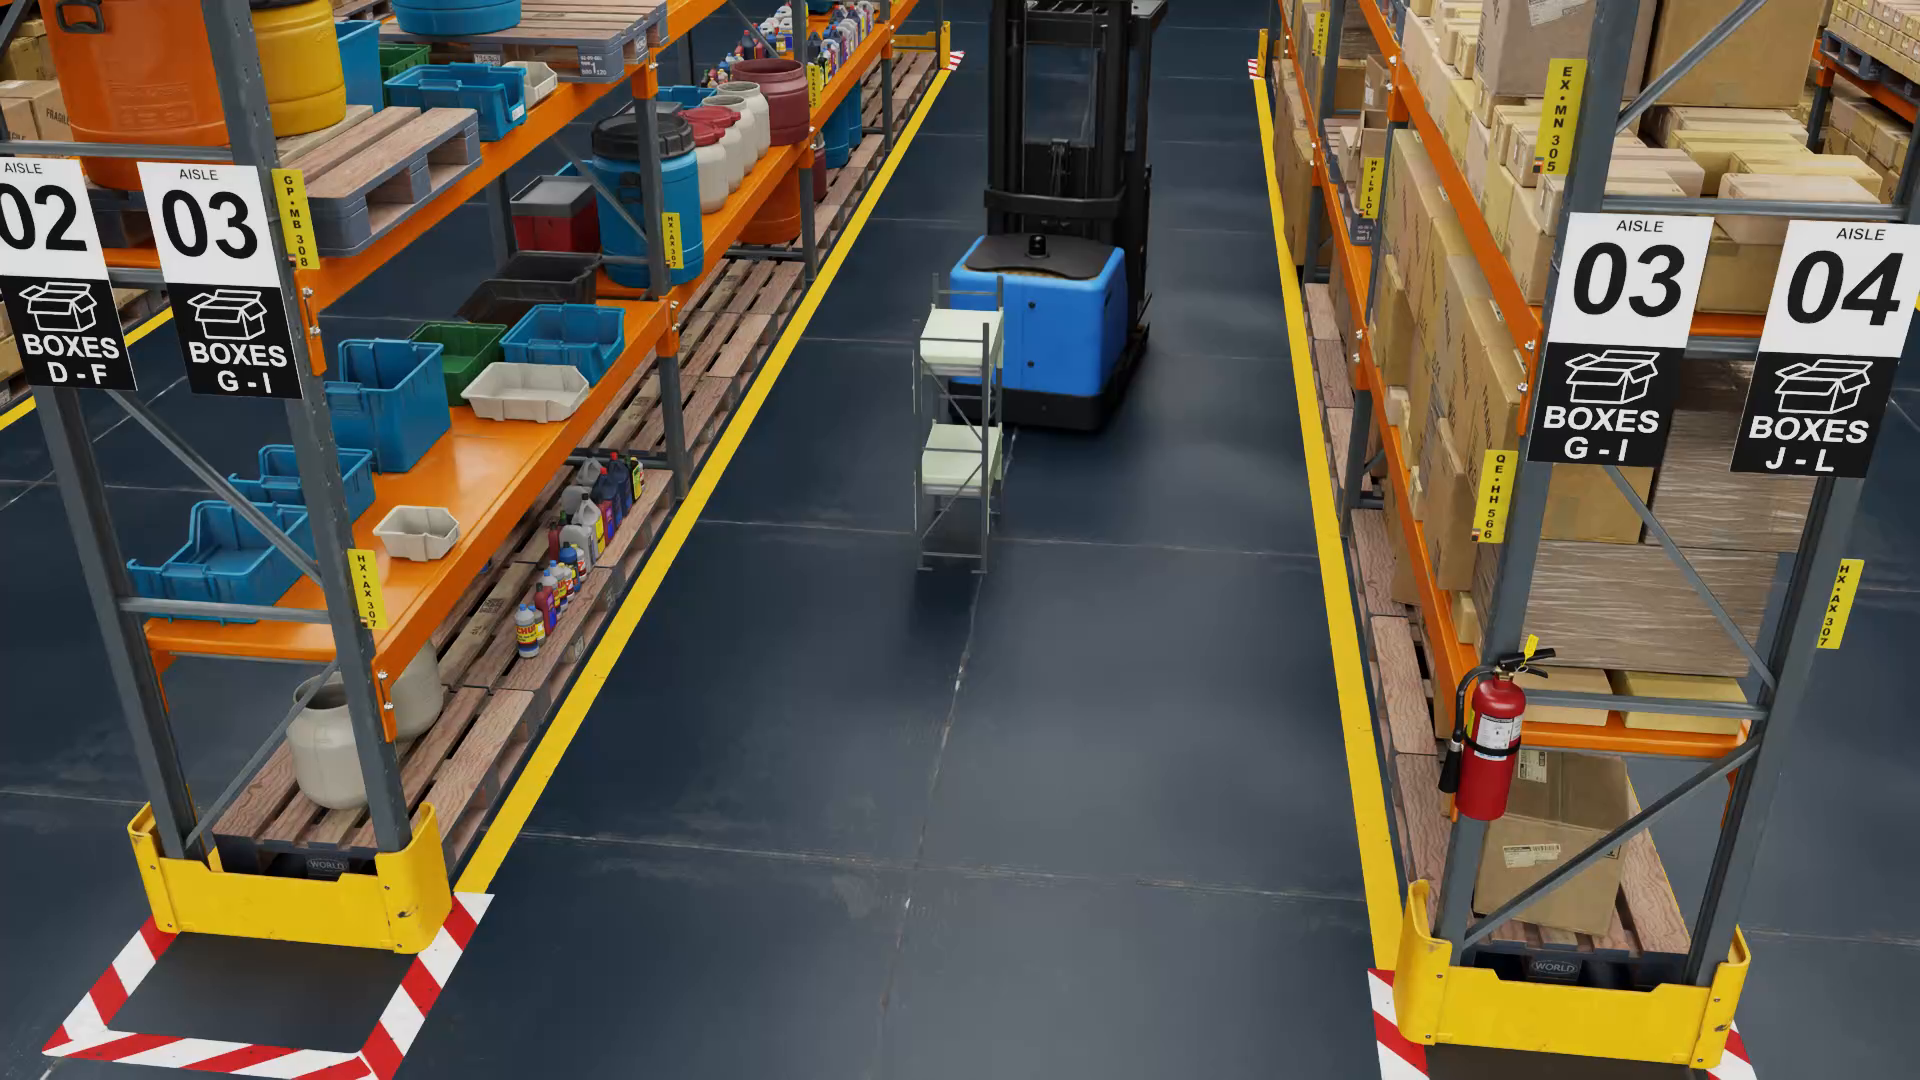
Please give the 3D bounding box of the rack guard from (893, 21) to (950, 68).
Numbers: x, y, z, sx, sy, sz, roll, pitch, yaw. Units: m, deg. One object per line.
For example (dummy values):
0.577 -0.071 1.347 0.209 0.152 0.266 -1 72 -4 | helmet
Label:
-0.718 -6.177 20.688 1.175 0.500 0.348 3 28 6 | rack guard

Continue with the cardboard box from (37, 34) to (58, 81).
-10.772 -5.625 19.221 0.700 0.500 0.500 3 28 6 | cardboard box

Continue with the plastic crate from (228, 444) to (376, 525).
-2.819 -0.227 7.165 0.499 0.251 0.408 3 28 6 | plastic crate

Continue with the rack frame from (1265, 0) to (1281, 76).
4.208 -6.977 19.539 1.000 3.000 0.127 3 28 6 | rack frame

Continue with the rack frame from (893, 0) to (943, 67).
-0.708 -7.265 20.073 1.000 3.000 0.127 3 28 6 | rack frame

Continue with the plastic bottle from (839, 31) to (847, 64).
-1.060 -4.433 14.939 0.061 0.283 0.133 3 28 6 | plastic bottle

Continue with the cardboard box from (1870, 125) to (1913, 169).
8.145 -3.350 14.208 0.500 0.250 0.500 4 29 8 | cardboard box

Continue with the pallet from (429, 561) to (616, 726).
-2.449 0.501 8.598 1.003 0.211 1.213 3 28 6 | pallet

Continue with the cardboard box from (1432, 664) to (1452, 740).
2.475 0.600 7.667 0.500 0.500 0.500 6 29 11 | cardboard box

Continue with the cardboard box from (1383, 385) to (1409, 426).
2.273 -0.665 8.086 0.380 0.149 0.250 3 28 6 | cardboard box

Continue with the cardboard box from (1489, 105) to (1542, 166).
2.052 -1.395 5.752 0.380 0.149 0.250 4 29 6 | cardboard box

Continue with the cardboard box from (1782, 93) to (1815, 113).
8.428 -4.373 16.641 0.380 0.149 0.250 3 28 6 | cardboard box

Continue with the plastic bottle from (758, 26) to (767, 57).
-1.816 -4.532 15.135 0.097 0.271 0.097 0 28 0 | plastic bottle

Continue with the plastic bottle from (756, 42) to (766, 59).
-1.756 -4.280 14.655 0.061 0.283 0.133 3 28 6 | plastic bottle

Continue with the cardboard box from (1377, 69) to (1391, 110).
3.232 -2.915 11.451 0.700 0.500 0.500 8 29 14 | cardboard box

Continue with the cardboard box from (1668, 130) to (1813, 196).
2.547 -1.235 5.454 0.380 0.149 0.250 3 28 5 | cardboard box

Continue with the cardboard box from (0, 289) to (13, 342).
-6.729 -1.543 11.316 0.500 0.311 0.500 3 28 6 | cardboard box

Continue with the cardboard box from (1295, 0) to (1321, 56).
3.352 -4.700 15.206 0.500 0.500 0.500 3 28 6 | cardboard box

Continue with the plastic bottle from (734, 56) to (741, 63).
-1.930 -4.064 14.341 0.097 0.201 0.097 0 28 0 | plastic bottle

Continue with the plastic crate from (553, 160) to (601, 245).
-2.352 -2.147 10.589 0.392 0.384 0.575 3 28 6 | plastic crate

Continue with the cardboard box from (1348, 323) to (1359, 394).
2.979 -1.197 10.980 0.700 0.500 0.500 1 28 2 | cardboard box

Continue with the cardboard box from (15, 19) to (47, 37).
-10.614 -5.825 18.908 0.380 0.149 0.250 4 29 8 | cardboard box

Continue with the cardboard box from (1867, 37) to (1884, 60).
7.998 -4.188 14.183 0.380 0.149 0.250 2 28 4 | cardboard box

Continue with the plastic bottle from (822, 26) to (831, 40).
-1.203 -4.538 15.146 0.097 0.271 0.097 0 28 0 | plastic bottle

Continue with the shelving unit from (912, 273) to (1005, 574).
-0.001 -0.657 9.388 0.431 1.500 0.755 3 28 6 | shelving unit

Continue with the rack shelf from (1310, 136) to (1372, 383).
2.982 -1.954 10.972 1.077 0.370 4.000 3 28 6 | rack shelf

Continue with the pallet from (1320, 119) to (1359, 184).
3.246 -2.786 11.960 1.213 0.211 1.003 3 28 6 | pallet

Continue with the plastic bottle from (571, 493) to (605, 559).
-2.034 -0.082 9.068 0.144 0.351 0.185 3 28 6 | plastic bottle

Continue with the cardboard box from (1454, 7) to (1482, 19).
2.385 -2.250 7.339 0.380 0.149 0.250 4 29 8 | cardboard box

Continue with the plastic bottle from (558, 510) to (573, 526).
-2.139 -0.046 9.073 0.061 0.283 0.133 3 28 6 | plastic bottle

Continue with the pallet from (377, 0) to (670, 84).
-2.170 -2.509 8.281 1.213 0.211 1.003 3 28 6 | pallet

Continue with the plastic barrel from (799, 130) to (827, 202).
-1.507 -3.386 14.971 0.600 0.588 0.708 3 28 6 | plastic barrel

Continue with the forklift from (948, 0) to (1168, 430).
0.795 -2.693 11.658 1.130 2.935 3.031 7 29 13 | forklift

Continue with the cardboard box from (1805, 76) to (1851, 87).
9.023 -4.721 17.286 0.380 0.149 0.250 2 28 4 | cardboard box

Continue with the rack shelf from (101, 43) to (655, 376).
-2.423 -1.679 7.300 1.077 0.370 4.000 3 28 6 | rack shelf

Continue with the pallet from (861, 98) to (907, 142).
-1.147 -4.503 17.886 1.003 0.211 1.213 3 28 6 | pallet

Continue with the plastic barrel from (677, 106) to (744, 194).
-1.701 -2.663 11.387 0.433 0.535 0.433 0 28 0 | plastic barrel

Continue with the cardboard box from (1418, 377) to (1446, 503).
2.388 -0.353 6.824 0.875 0.500 0.500 3 28 6 | cardboard box

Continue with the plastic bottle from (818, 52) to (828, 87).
-1.168 -4.020 14.172 0.061 0.283 0.133 3 28 6 | plastic bottle

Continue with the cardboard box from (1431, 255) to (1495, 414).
2.189 -0.805 6.609 0.500 0.500 0.500 3 28 6 | cardboard box

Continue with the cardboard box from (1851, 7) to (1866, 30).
8.062 -4.562 14.563 0.380 0.149 0.250 4 29 7 | cardboard box

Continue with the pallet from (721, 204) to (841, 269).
-1.633 -2.645 14.438 1.003 0.211 1.213 3 28 6 | pallet

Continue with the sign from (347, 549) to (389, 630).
-2.123 0.178 5.964 0.100 0.325 0.005 3 28 6 | sign

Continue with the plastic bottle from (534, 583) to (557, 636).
-2.091 0.328 8.379 0.061 0.283 0.133 4 29 7 | plastic bottle

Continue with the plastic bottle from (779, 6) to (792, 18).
-1.678 -4.960 15.924 0.152 0.276 0.135 3 28 6 | plastic bottle

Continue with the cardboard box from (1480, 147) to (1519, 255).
2.112 -1.177 5.768 0.500 0.250 0.500 4 29 7 | cardboard box

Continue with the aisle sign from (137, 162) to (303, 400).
-2.387 -0.827 5.382 0.394 0.787 0.004 3 28 6 | aisle sign

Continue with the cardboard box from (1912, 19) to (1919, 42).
7.903 -4.078 13.352 0.380 0.149 0.250 5 29 9 | cardboard box

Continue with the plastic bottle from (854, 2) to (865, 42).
-0.986 -4.909 15.751 0.144 0.351 0.185 3 28 6 | plastic bottle

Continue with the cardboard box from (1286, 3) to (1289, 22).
3.461 -5.268 16.631 0.380 0.149 0.250 4 29 7 | cardboard box

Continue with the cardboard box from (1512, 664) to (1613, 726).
2.077 0.518 5.890 0.380 0.149 0.250 3 28 6 | cardboard box

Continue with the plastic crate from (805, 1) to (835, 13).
-1.479 -5.641 17.012 0.392 0.384 0.575 3 28 6 | plastic crate

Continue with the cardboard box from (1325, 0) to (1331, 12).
3.491 -4.663 14.080 0.797 0.503 0.637 4 29 8 | cardboard box

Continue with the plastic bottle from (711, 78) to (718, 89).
-2.030 -3.681 13.629 0.097 0.201 0.097 0 28 0 | plastic bottle
